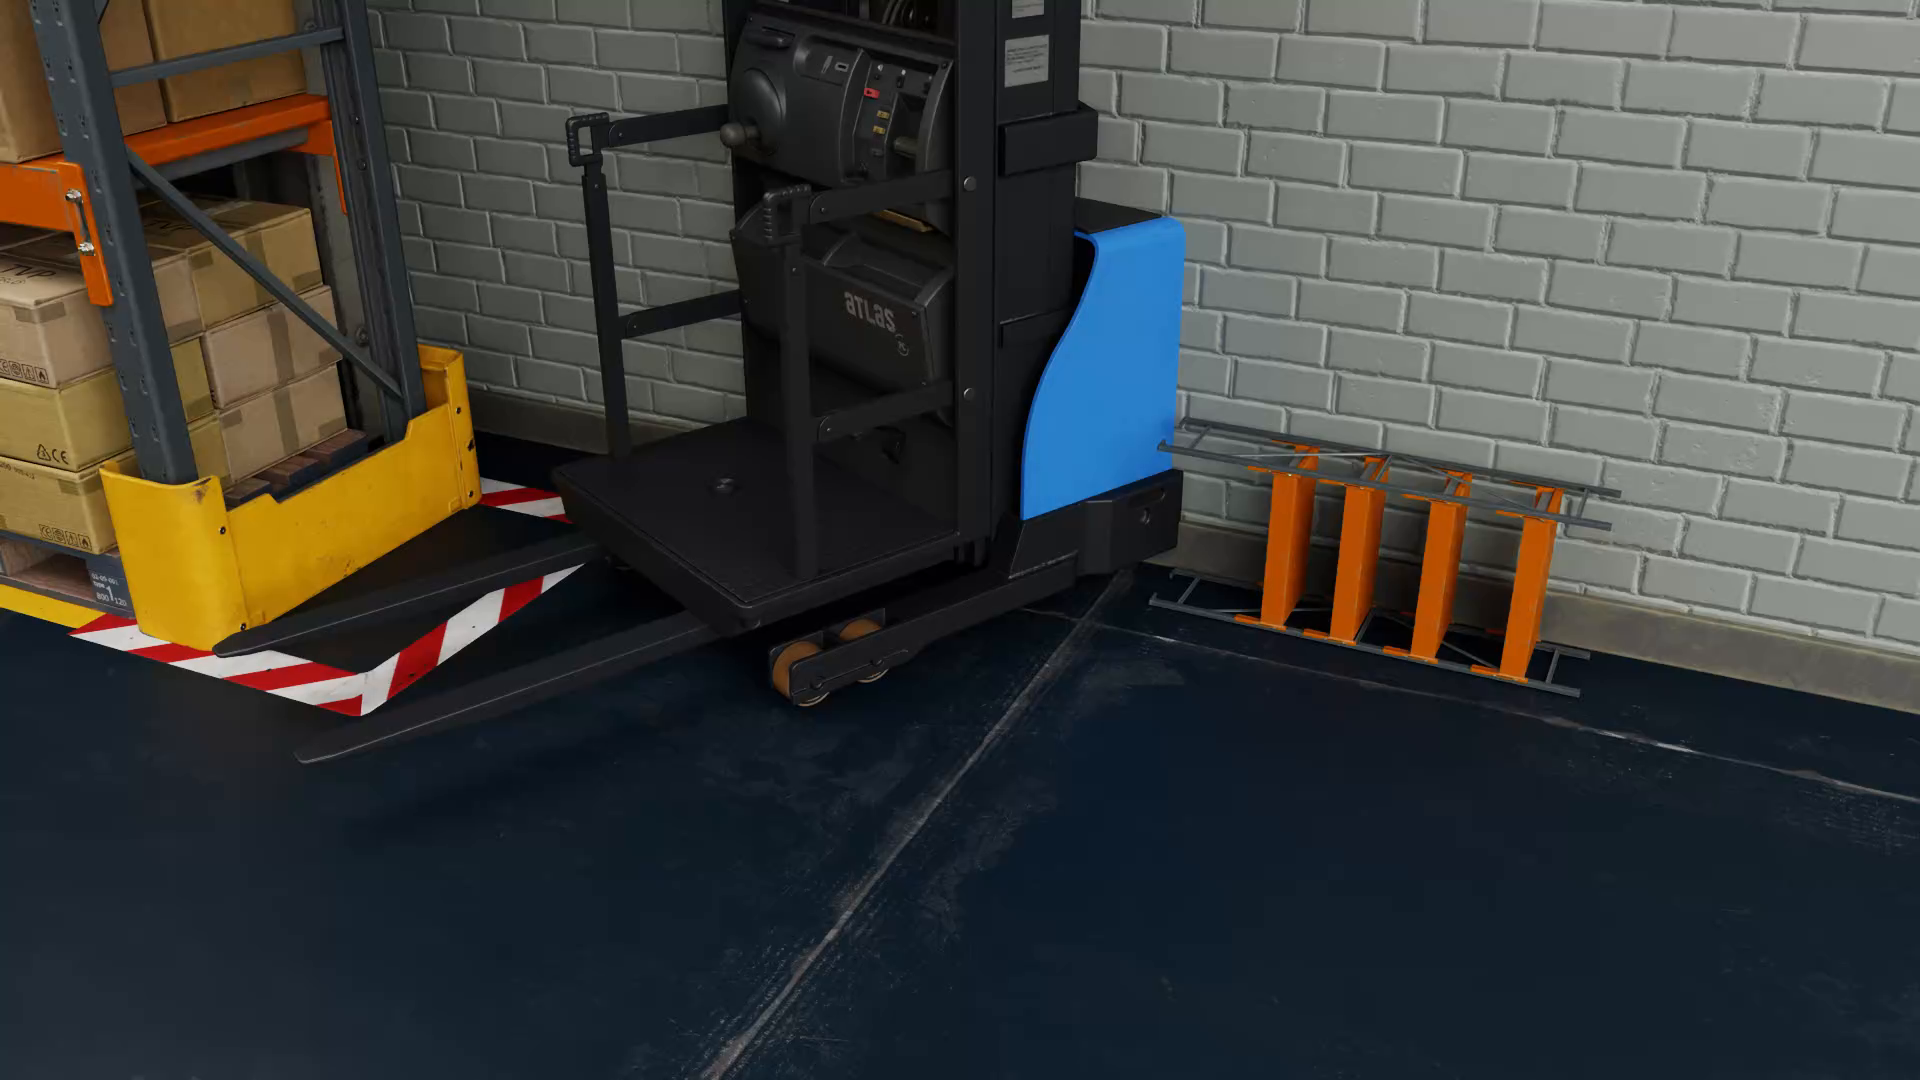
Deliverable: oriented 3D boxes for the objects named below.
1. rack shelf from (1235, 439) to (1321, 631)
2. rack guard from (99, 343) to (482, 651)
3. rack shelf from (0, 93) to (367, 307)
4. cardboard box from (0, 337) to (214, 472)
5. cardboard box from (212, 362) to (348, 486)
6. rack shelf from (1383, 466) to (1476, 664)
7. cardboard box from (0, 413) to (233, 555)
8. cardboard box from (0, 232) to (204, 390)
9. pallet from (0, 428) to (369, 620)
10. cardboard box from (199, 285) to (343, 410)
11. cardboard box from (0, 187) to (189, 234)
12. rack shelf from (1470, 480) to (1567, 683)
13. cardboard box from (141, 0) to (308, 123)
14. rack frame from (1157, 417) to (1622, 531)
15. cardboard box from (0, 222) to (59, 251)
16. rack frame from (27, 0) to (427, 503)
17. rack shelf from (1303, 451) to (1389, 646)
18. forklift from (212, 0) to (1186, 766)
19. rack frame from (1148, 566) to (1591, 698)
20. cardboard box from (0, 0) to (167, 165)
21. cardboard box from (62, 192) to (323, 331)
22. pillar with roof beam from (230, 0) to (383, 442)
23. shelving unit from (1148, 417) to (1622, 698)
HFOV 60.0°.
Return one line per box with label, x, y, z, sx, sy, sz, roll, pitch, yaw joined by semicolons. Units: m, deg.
rack shelf;0.903;-0.021;4.709;0.148;0.480;0.258;12;29;23
rack guard;-1.967;-0.172;5.033;0.348;0.500;1.175;11;28;22
rack shelf;-3.810;-1.341;5.392;4.000;0.370;1.077;11;28;22
cardboard box;-2.561;-0.440;4.820;0.500;0.250;0.500;11;28;21
cardboard box;-2.355;-0.421;5.347;0.500;0.250;0.500;11;28;22
rack shelf;1.284;0.059;4.545;0.148;0.480;0.258;12;29;23
cardboard box;-2.548;-0.211;4.921;0.500;0.250;0.500;12;28;22
cardboard box;-2.537;-0.660;4.700;0.500;0.250;0.500;12;29;24
pallet;-2.702;-0.170;5.356;1.213;0.211;1.003;11;28;22
cardboard box;-2.331;-0.646;5.238;0.500;0.250;0.500;12;29;23
cardboard box;-2.805;-0.955;5.299;0.500;0.250;0.500;11;28;22
rack shelf;1.497;0.104;4.454;0.148;0.480;0.258;12;29;23
cardboard box;-2.325;-1.545;4.879;0.500;0.500;0.500;12;29;23
rack frame;1.143;-0.190;4.498;1.200;0.015;0.240;12;29;23
cardboard box;-3.005;-0.751;4.885;0.500;0.250;0.500;12;29;23
rack frame;-1.989;-1.298;4.490;0.127;3.000;1.000;11;28;22
rack shelf;1.082;0.017;4.632;0.148;0.480;0.258;12;29;23
forklift;-0.494;-1.143;4.253;3.031;2.935;1.130;-19;32;-34
rack frame;1.143;0.248;4.714;1.200;0.015;0.240;12;29;23
cardboard box;-2.546;-1.327;4.436;0.500;0.500;0.500;11;28;21
cardboard box;-2.348;-0.865;5.117;0.500;0.250;0.500;11;28;21
pillar with roof beam;-4.032;-2.748;0.644;0.400;9.000;9.100;11;28;22
shelving unit;1.143;0.029;4.606;1.200;0.503;0.258;12;29;23
